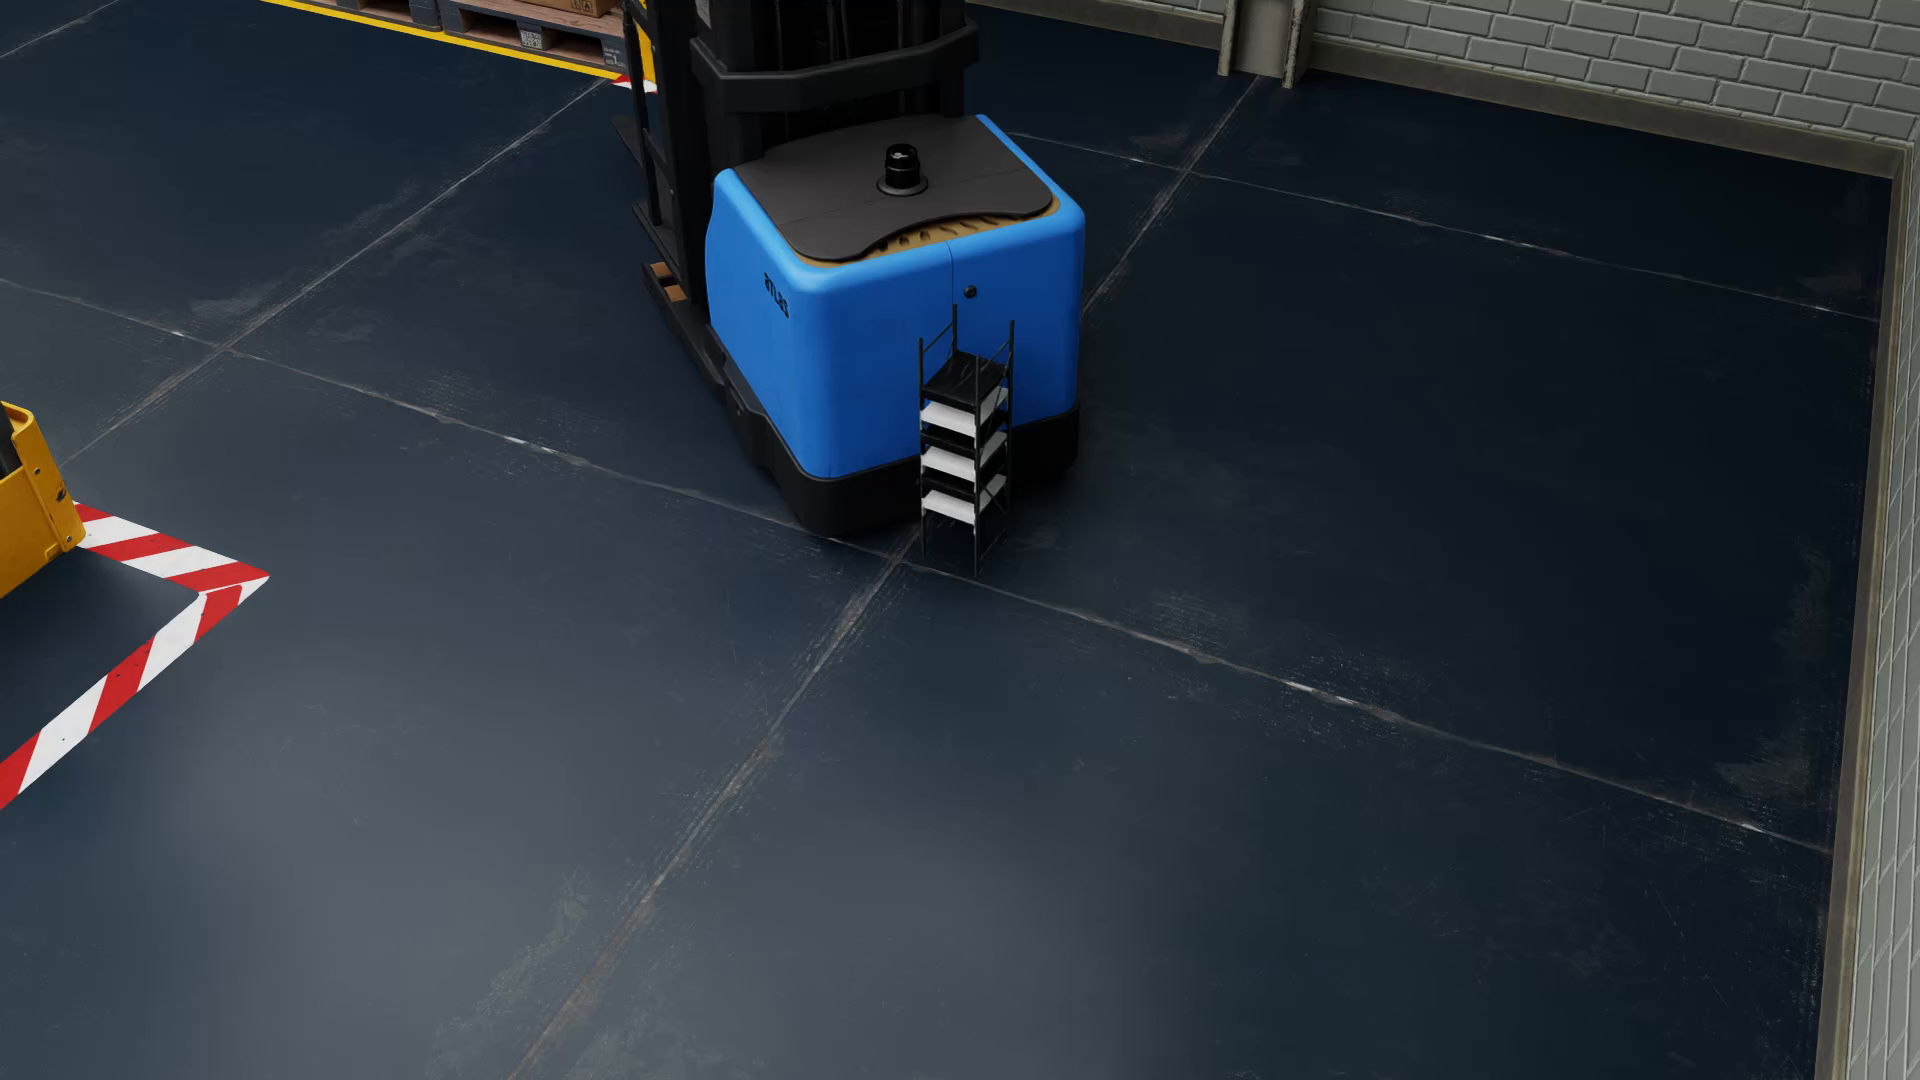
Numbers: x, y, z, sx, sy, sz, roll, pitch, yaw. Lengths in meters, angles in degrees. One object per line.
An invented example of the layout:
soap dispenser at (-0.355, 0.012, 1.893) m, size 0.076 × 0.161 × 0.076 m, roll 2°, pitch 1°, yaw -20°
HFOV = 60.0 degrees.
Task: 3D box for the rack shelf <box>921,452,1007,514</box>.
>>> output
rack shelf at (0.020, -0.215, 5.500) m, size 0.200 × 0.077 × 0.258 m, roll 20°, pitch 45°, yaw 21°

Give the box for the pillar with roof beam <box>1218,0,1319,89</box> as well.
pillar with roof beam at (-0.261, -3.262, 2.642) m, size 0.400 × 9.000 × 9.100 m, roll 17°, pitch 44°, yaw 19°

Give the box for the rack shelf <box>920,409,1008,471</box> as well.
rack shelf at (0.020, -0.351, 5.382) m, size 0.200 × 0.077 × 0.258 m, roll 20°, pitch 45°, yaw 21°

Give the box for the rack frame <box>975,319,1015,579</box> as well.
rack frame at (0.109, -0.277, 5.382) m, size 0.006 × 0.900 × 0.240 m, roll 20°, pitch 45°, yaw 21°

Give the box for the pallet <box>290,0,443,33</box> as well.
pallet at (-3.113, -3.244, 9.332) m, size 1.213 × 0.211 × 1.003 m, roll 17°, pitch 44°, yaw 19°

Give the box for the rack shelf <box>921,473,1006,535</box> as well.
rack shelf at (0.020, -0.147, 5.559) m, size 0.200 × 0.077 × 0.258 m, roll 20°, pitch 45°, yaw 21°

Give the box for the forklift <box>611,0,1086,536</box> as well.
forklift at (-0.658, -2.087, 5.920) m, size 1.130 × 2.935 × 3.031 m, roll -17°, pitch 44°, yaw -19°

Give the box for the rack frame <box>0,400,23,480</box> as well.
rack frame at (-3.345, -0.843, 4.432) m, size 0.127 × 3.000 × 1.000 m, roll 17°, pitch 44°, yaw 19°

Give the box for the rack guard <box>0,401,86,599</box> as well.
rack guard at (-3.413, 0.081, 5.275) m, size 0.348 × 0.500 × 1.175 m, roll 17°, pitch 44°, yaw 19°

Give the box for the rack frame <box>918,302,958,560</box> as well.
rack frame at (-0.069, -0.340, 5.456) m, size 0.006 × 0.900 × 0.240 m, roll 20°, pitch 45°, yaw 21°

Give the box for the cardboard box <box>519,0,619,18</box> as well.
cardboard box at (-1.930, -3.133, 8.662) m, size 0.500 × 0.500 × 0.700 m, roll 17°, pitch 44°, yaw 19°

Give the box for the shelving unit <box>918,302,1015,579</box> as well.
shelving unit at (0.020, -0.309, 5.419) m, size 0.210 × 0.900 × 0.258 m, roll 20°, pitch 45°, yaw 21°

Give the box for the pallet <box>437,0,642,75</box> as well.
pallet at (-2.011, -2.905, 8.941) m, size 1.213 × 0.211 × 1.003 m, roll 17°, pitch 44°, yaw 19°

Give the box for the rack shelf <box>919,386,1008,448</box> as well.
rack shelf at (0.020, -0.419, 5.323) m, size 0.200 × 0.077 × 0.258 m, roll 20°, pitch 45°, yaw 21°

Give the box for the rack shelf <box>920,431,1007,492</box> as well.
rack shelf at (0.020, -0.283, 5.441) m, size 0.200 × 0.077 × 0.258 m, roll 20°, pitch 45°, yaw 21°

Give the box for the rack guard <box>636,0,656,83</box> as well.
rack guard at (-1.232, -2.833, 8.637) m, size 0.348 × 0.500 × 1.175 m, roll 17°, pitch 44°, yaw 19°

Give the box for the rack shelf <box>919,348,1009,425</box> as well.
rack shelf at (0.020, -0.487, 5.264) m, size 0.200 × 0.077 × 0.258 m, roll 20°, pitch 45°, yaw 21°
